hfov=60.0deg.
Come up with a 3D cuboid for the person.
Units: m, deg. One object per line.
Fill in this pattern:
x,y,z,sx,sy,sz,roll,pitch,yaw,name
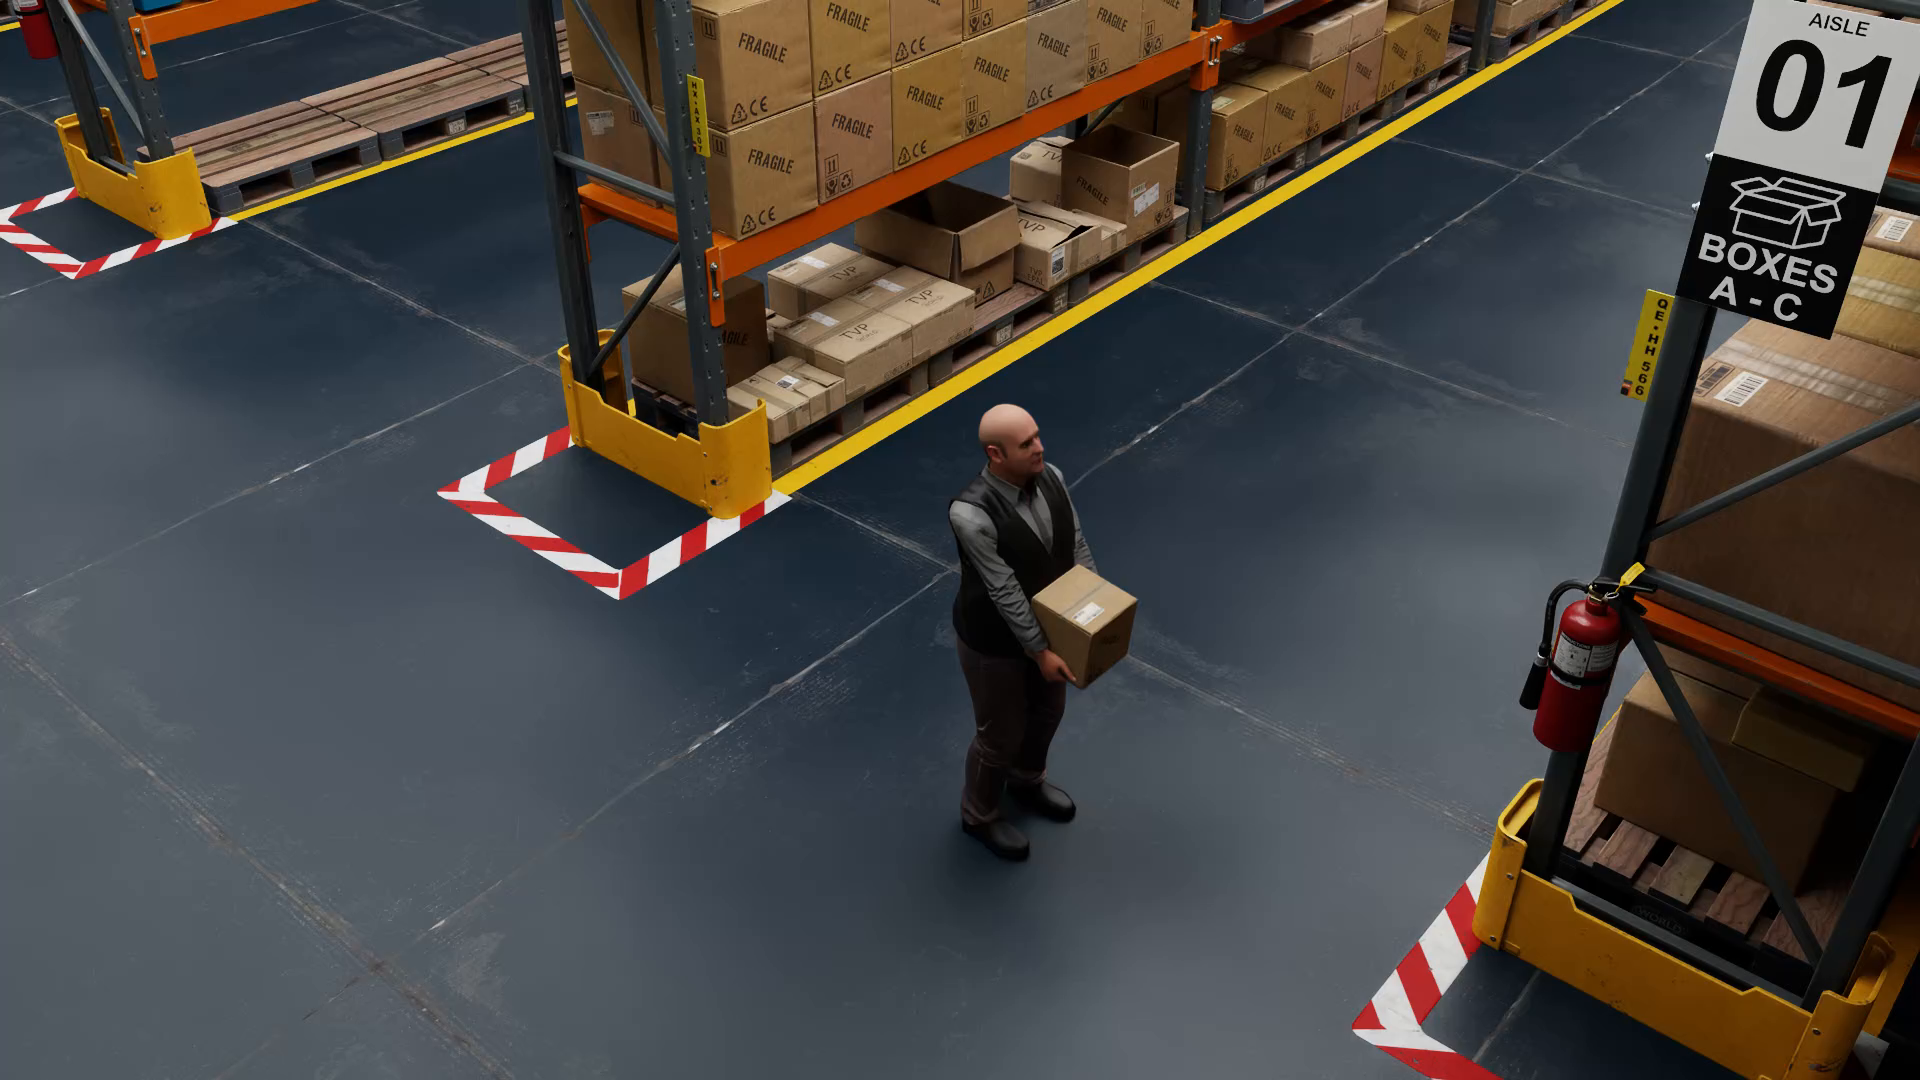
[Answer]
0.266,0.342,5.681,0.551,1.711,0.494,26,42,32,person
